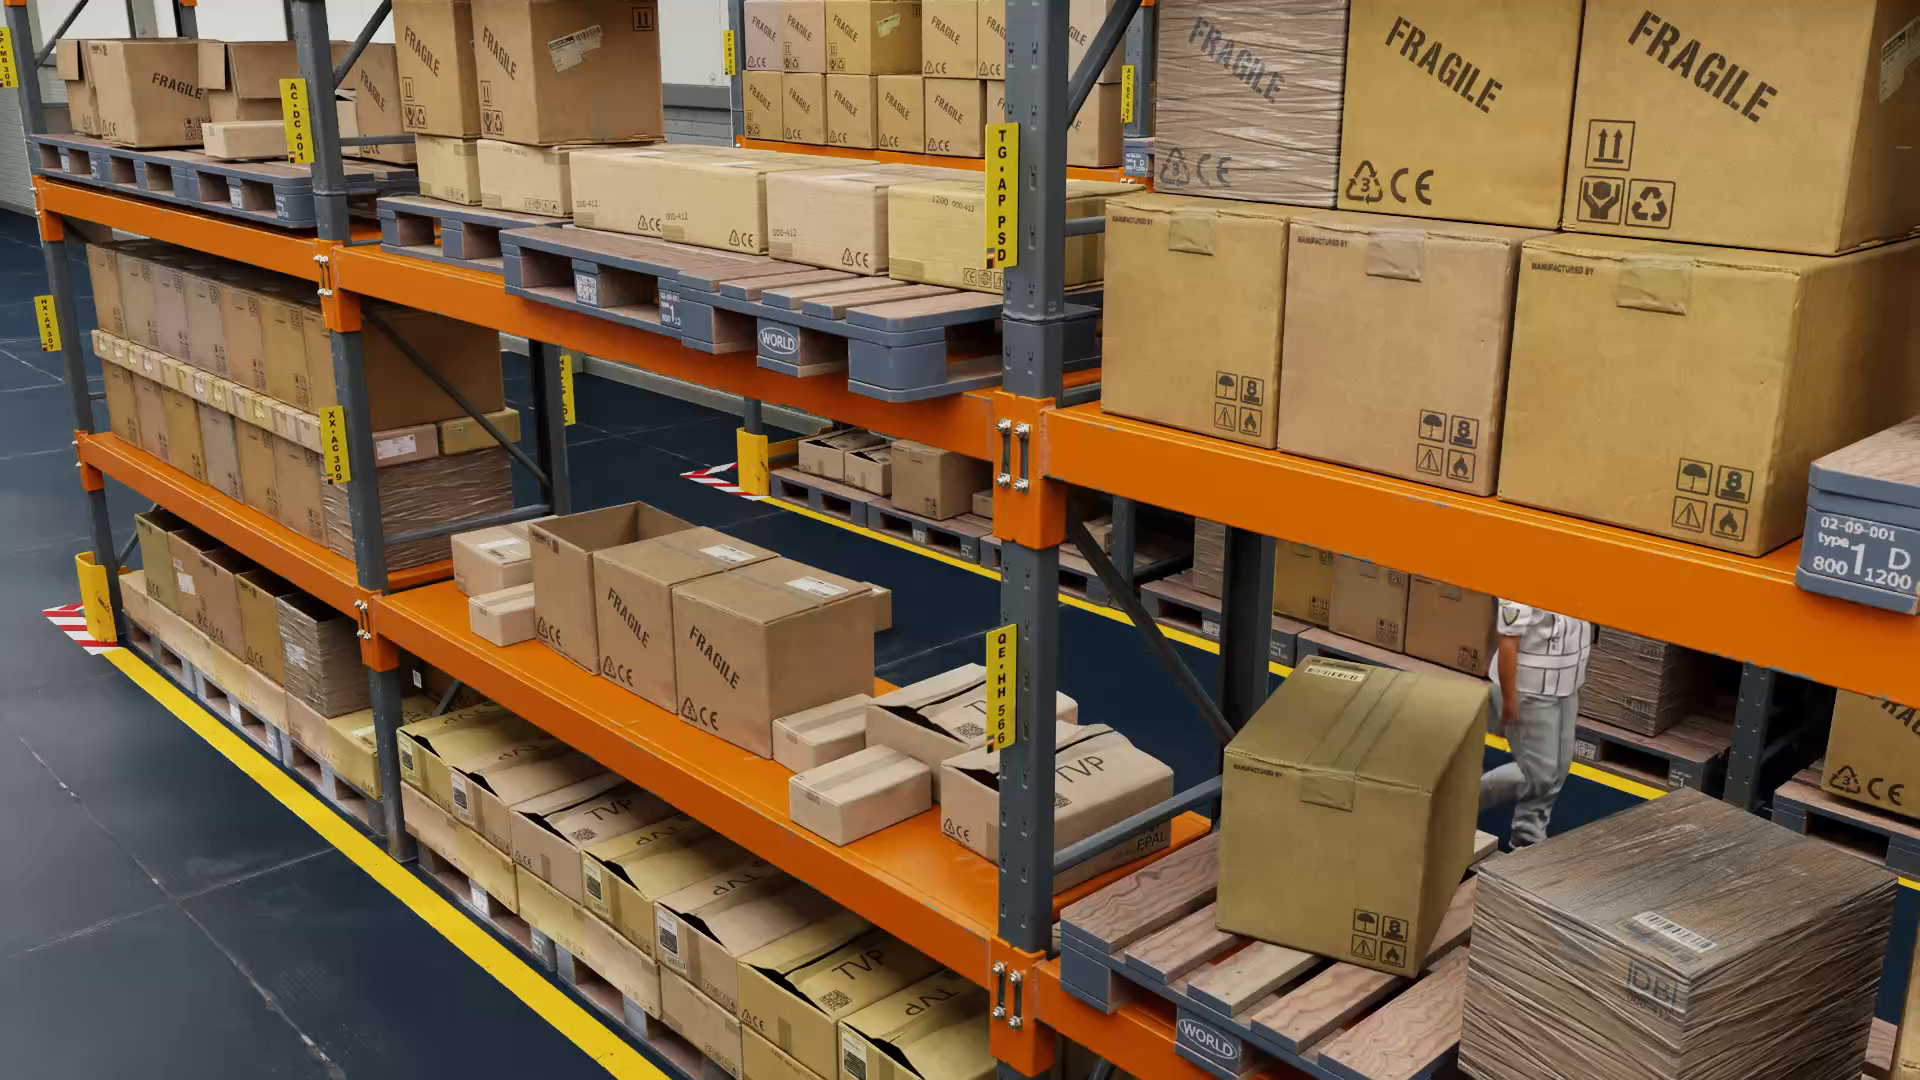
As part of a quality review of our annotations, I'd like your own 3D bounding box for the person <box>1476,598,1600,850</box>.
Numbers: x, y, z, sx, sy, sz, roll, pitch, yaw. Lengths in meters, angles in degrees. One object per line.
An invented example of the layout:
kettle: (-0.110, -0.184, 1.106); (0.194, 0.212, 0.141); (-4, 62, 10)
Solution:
person: (2.543, 0.647, 7.425); (0.547, 1.648, 0.486); (17, 24, 42)
